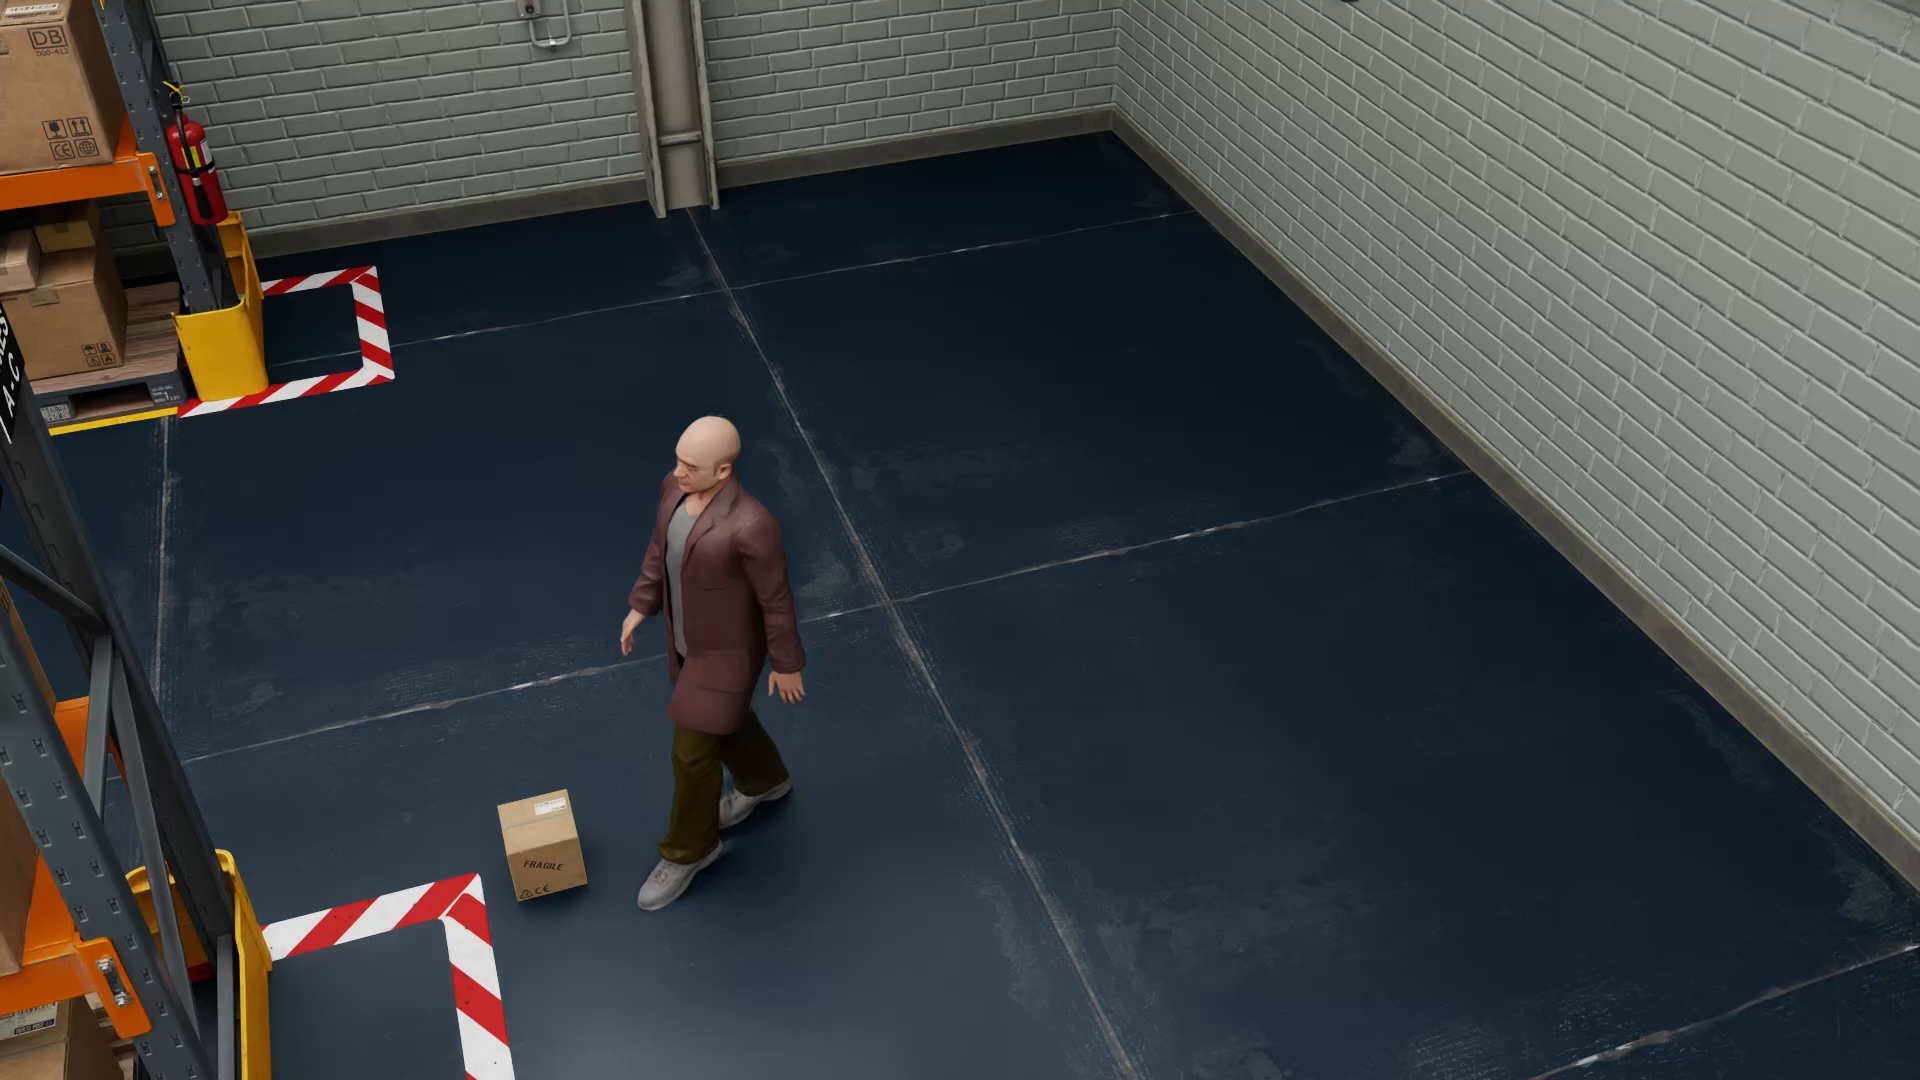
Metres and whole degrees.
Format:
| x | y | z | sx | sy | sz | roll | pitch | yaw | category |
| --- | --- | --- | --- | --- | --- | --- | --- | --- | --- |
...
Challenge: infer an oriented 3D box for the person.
| x | y | z | sx | sy | sz | roll | pitch | yaw | category |
| --- | --- | --- | --- | --- | --- | --- | --- | --- | --- |
| -0.933 | 0.394 | 5.648 | 0.743 | 1.796 | 0.652 | -23 | 43 | -27 | person |
